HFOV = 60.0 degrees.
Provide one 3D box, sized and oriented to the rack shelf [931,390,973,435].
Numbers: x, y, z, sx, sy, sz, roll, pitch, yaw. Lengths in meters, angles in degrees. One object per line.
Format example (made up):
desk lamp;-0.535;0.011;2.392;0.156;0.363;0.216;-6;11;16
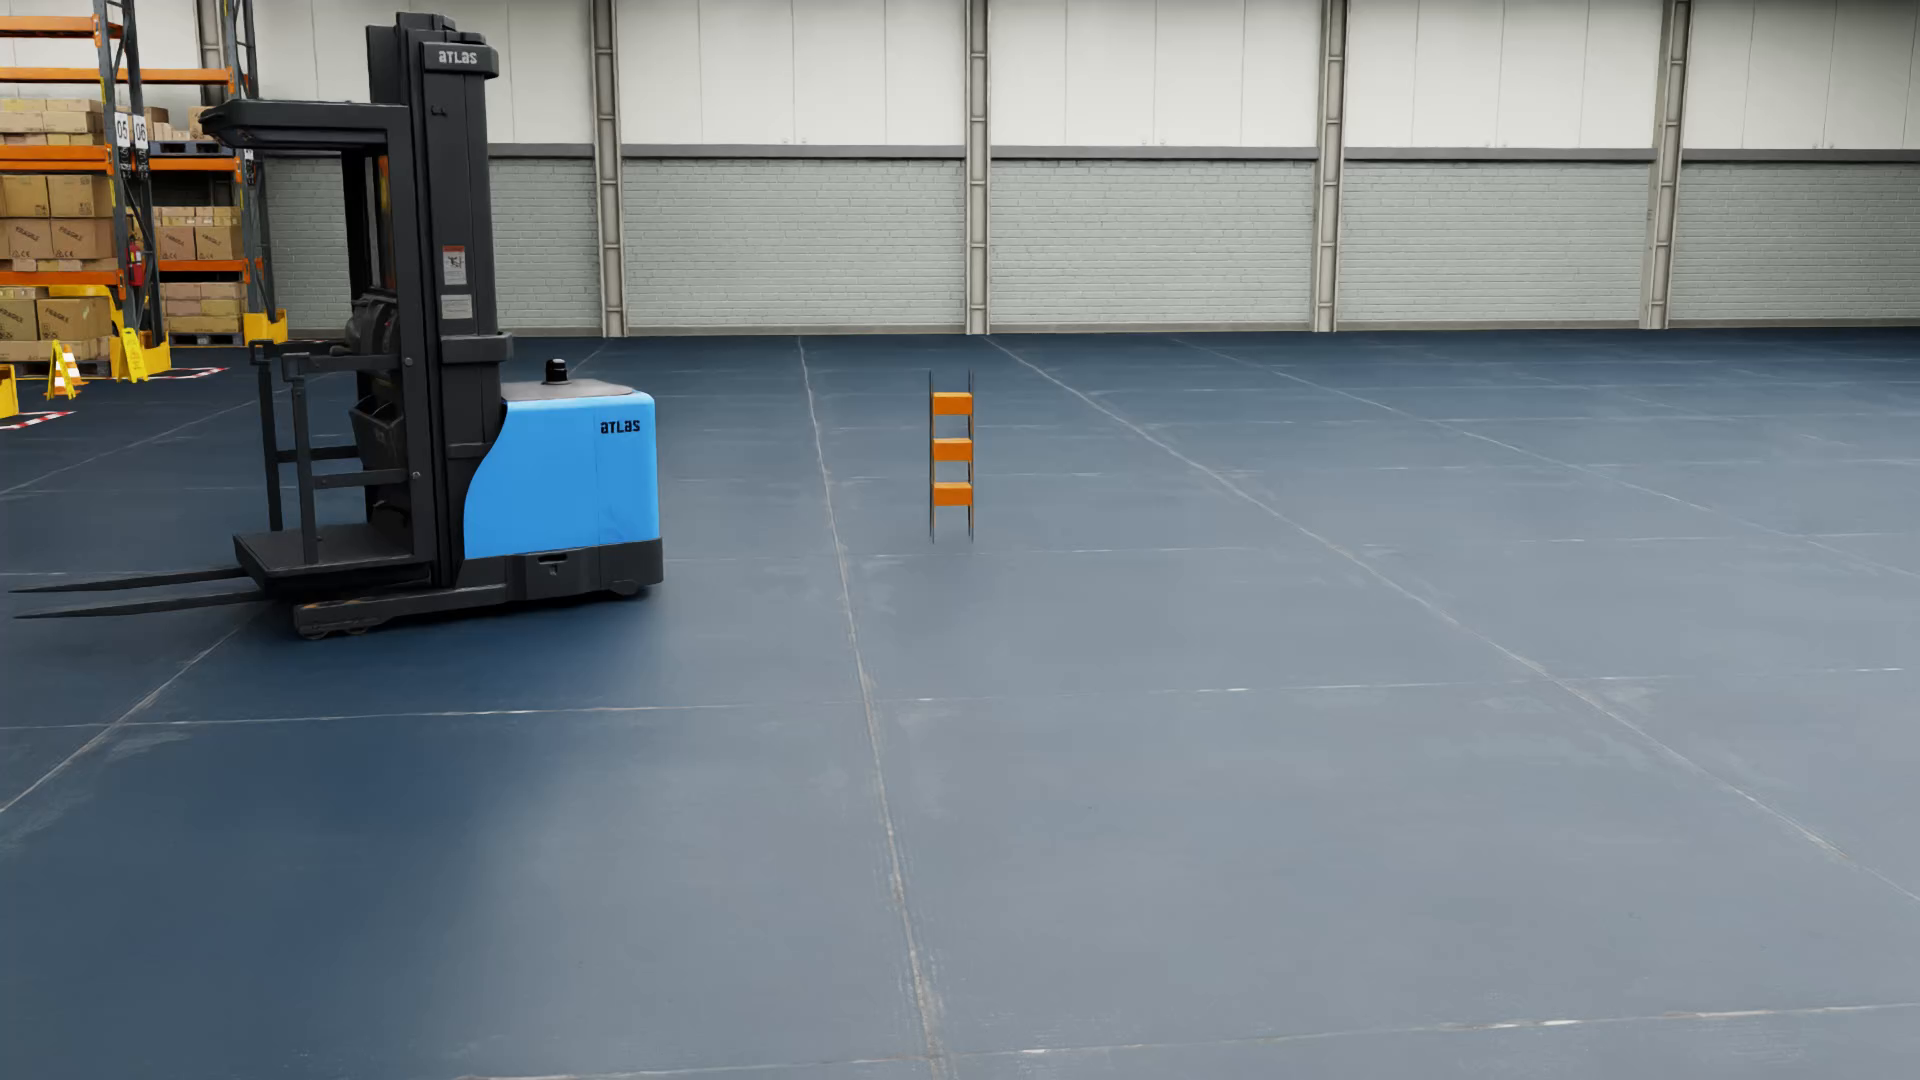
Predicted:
rack shelf;-0.053;-0.782;10.208;0.240;0.259;0.215;-1;11;-6

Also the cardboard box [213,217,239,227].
cardboard box;-11.166;-4.847;25.306;0.250;0.149;0.380;-1;11;-5

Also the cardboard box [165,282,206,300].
cardboard box;-11.783;-3.807;25.404;0.500;0.250;0.500;-1;11;-5

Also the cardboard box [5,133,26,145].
cardboard box;-11.407;-4.873;20.256;0.250;0.149;0.380;-1;11;-6

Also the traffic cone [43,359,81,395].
traffic cone;-10.142;-1.882;18.741;0.334;0.463;0.336;-1;11;-6

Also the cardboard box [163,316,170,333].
cardboard box;-12.278;-3.310;25.467;0.500;0.250;0.500;-1;11;-5

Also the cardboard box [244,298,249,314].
cardboard box;-11.341;-3.673;26.018;0.500;0.250;0.500;-1;11;-5

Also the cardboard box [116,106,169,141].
cardboard box;-12.294;-6.258;25.044;0.500;0.500;0.700;-1;11;-6

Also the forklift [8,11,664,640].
forklift;-3.114;-1.078;8.254;3.031;2.935;1.130;-7;13;-30

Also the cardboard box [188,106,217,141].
cardboard box;-11.265;-6.261;25.055;0.500;0.500;0.500;-1;11;-4

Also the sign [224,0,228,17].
sign;-10.807;-7.877;24.481;0.005;0.325;0.100;-1;11;-6

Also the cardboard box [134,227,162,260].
cardboard box;-12.339;-4.509;25.270;0.500;0.500;0.500;-1;11;-7

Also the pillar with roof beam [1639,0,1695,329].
pillar with roof beam;12.683;-7.317;24.259;0.400;9.000;9.100;-1;11;-6

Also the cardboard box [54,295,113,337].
cardboard box;-11.167;-2.849;21.180;0.500;0.500;0.500;-2;11;-8

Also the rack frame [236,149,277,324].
rack frame;-10.852;-4.541;25.688;0.127;3.000;1.000;-1;11;-6

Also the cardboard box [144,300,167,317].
cardboard box;-12.313;-3.550;25.391;0.500;0.250;0.500;-1;11;-7

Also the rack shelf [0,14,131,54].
rack shelf;-12.300;-6.136;20.126;4.000;0.370;1.077;-1;11;-6

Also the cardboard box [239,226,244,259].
cardboard box;-11.374;-4.633;25.897;0.500;0.500;0.500;-1;11;-4

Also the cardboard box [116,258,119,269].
cardboard box;-10.672;-3.498;21.037;0.250;0.149;0.380;-1;11;-6

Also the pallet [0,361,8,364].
pallet;-12.409;-2.184;20.930;1.213;0.211;1.003;-1;11;-6

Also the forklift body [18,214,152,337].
forklift body;-12.540;-3.735;23.790;1.214;2.155;2.313;-1;11;-6

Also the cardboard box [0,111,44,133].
cardboard box;-11.293;-5.063;20.187;0.500;0.250;0.500;-1;11;-7

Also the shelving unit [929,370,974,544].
shelving unit;-0.053;-0.514;10.261;0.252;1.050;0.215;-1;11;-6

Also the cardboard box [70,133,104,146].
cardboard box;-10.636;-4.876;20.271;0.250;0.149;0.380;-1;11;-6

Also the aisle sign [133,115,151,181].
aisle sign;-10.284;-4.925;20.905;0.004;0.787;0.394;-1;11;-6

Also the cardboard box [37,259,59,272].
cardboard box;-11.158;-3.389;20.481;0.250;0.149;0.380;-1;11;-7

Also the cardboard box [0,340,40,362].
cardboard box;-11.602;-2.368;20.676;0.500;0.250;0.500;-1;11;-6

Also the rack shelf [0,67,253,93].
rack shelf;-12.840;-6.893;25.006;4.000;0.370;1.077;-1;11;-6

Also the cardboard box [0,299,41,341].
cardboard box;-11.599;-2.735;20.601;0.500;0.500;0.500;-1;11;-4

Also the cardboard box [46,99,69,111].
cardboard box;-10.877;-5.267;20.191;0.250;0.149;0.380;-1;11;-5

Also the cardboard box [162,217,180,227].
cardboard box;-11.929;-4.839;25.267;0.250;0.149;0.380;-1;11;-6

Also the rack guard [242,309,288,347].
rack guard;-10.828;-3.315;25.932;0.348;0.500;1.175;-1;11;-6

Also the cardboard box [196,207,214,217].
cardboard box;-11.427;-4.995;25.287;0.250;0.149;0.380;-1;11;-6

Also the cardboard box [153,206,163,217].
cardboard box;-12.187;-4.967;25.144;0.250;0.149;0.380;-1;11;-5

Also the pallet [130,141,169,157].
pallet;-12.773;-5.933;25.225;1.213;0.211;1.003;-1;11;-6

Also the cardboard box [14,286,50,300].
cardboard box;-11.438;-3.045;20.493;0.250;0.149;0.380;-1;11;-4

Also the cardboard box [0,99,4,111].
cardboard box;-11.630;-5.259;20.151;0.250;0.149;0.380;-1;11;-6

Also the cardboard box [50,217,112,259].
cardboard box;-10.822;-3.720;20.482;0.500;0.500;0.500;-1;11;-7

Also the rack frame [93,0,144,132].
rack frame;-10.312;-6.532;20.268;0.127;3.000;1.000;-1;11;-6

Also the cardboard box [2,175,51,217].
cardboard box;-11.300;-4.213;20.399;0.500;0.500;0.700;-1;11;-6
